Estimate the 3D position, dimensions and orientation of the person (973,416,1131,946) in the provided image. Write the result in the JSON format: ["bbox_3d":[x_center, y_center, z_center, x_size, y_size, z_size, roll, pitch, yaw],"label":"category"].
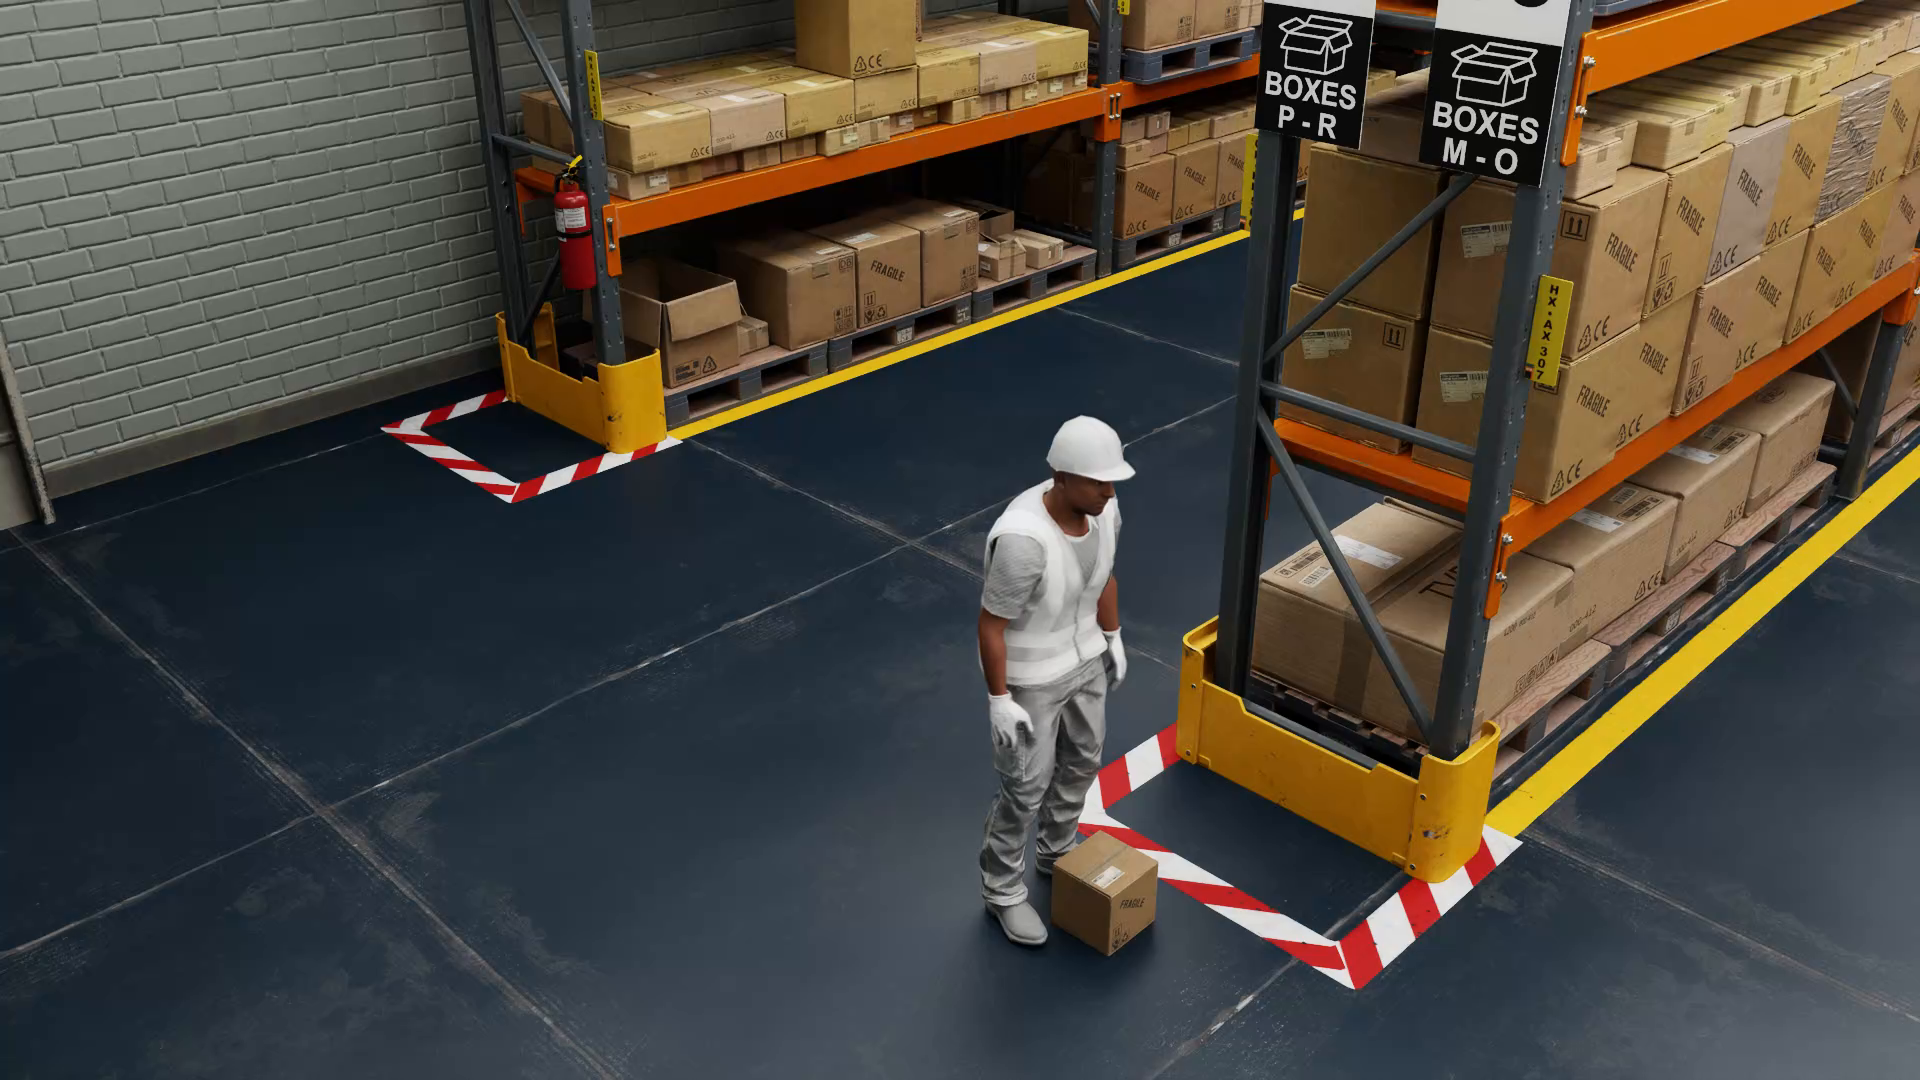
[{"bbox_3d":[0.295,0.424,5.295,0.451,1.773,0.615,24,36,38],"label":"person"}]
